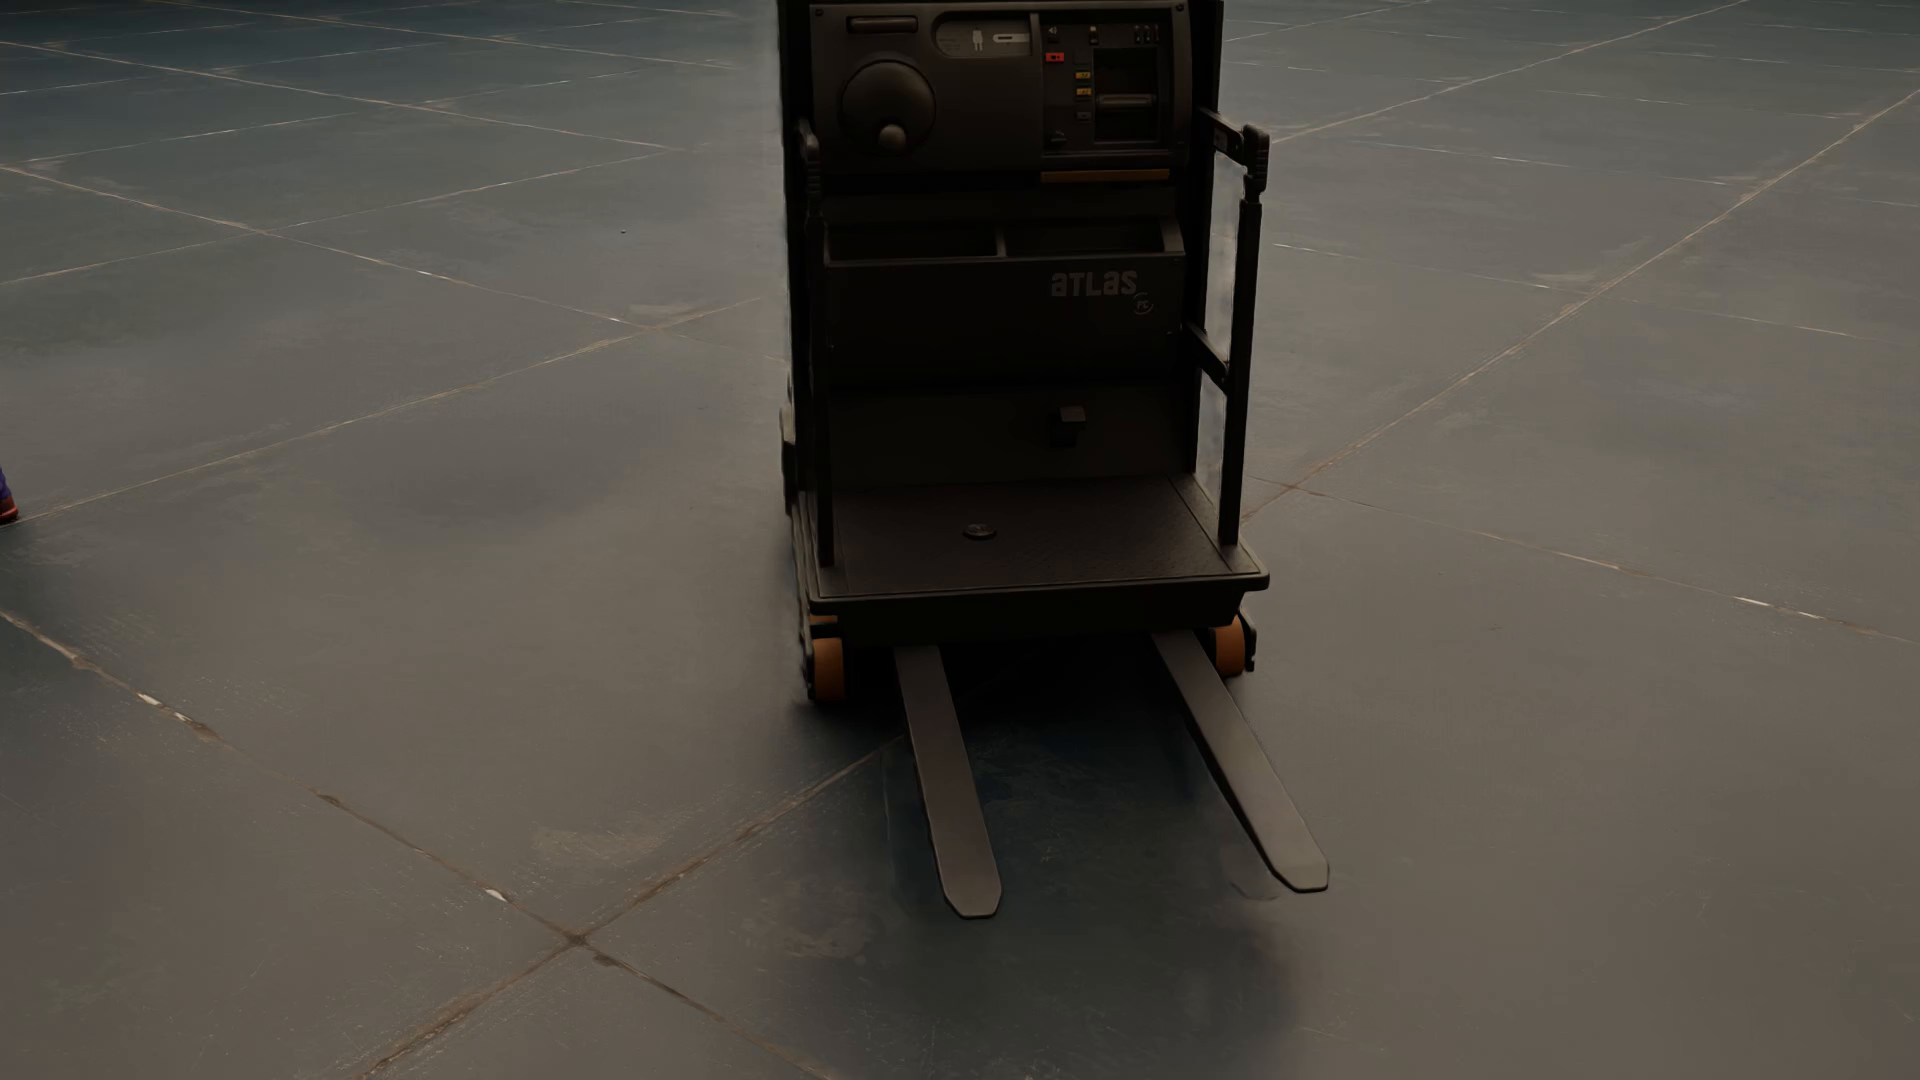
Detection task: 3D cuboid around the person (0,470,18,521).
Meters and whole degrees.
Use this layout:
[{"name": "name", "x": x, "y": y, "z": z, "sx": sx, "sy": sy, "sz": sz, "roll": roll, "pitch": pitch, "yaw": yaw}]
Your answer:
[{"name": "person", "x": -3.197, "y": -0.746, "z": 4.751, "sx": 0.528, "sy": 1.687, "sz": 0.597, "roll": 1, "pitch": 23, "yaw": 3}]

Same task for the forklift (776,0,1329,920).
[{"name": "forklift", "x": 0.134, "y": -1.091, "z": 3.845, "sx": 1.130, "sy": 2.935, "sz": 3.031, "roll": -3, "pitch": 24, "yaw": -7}]
